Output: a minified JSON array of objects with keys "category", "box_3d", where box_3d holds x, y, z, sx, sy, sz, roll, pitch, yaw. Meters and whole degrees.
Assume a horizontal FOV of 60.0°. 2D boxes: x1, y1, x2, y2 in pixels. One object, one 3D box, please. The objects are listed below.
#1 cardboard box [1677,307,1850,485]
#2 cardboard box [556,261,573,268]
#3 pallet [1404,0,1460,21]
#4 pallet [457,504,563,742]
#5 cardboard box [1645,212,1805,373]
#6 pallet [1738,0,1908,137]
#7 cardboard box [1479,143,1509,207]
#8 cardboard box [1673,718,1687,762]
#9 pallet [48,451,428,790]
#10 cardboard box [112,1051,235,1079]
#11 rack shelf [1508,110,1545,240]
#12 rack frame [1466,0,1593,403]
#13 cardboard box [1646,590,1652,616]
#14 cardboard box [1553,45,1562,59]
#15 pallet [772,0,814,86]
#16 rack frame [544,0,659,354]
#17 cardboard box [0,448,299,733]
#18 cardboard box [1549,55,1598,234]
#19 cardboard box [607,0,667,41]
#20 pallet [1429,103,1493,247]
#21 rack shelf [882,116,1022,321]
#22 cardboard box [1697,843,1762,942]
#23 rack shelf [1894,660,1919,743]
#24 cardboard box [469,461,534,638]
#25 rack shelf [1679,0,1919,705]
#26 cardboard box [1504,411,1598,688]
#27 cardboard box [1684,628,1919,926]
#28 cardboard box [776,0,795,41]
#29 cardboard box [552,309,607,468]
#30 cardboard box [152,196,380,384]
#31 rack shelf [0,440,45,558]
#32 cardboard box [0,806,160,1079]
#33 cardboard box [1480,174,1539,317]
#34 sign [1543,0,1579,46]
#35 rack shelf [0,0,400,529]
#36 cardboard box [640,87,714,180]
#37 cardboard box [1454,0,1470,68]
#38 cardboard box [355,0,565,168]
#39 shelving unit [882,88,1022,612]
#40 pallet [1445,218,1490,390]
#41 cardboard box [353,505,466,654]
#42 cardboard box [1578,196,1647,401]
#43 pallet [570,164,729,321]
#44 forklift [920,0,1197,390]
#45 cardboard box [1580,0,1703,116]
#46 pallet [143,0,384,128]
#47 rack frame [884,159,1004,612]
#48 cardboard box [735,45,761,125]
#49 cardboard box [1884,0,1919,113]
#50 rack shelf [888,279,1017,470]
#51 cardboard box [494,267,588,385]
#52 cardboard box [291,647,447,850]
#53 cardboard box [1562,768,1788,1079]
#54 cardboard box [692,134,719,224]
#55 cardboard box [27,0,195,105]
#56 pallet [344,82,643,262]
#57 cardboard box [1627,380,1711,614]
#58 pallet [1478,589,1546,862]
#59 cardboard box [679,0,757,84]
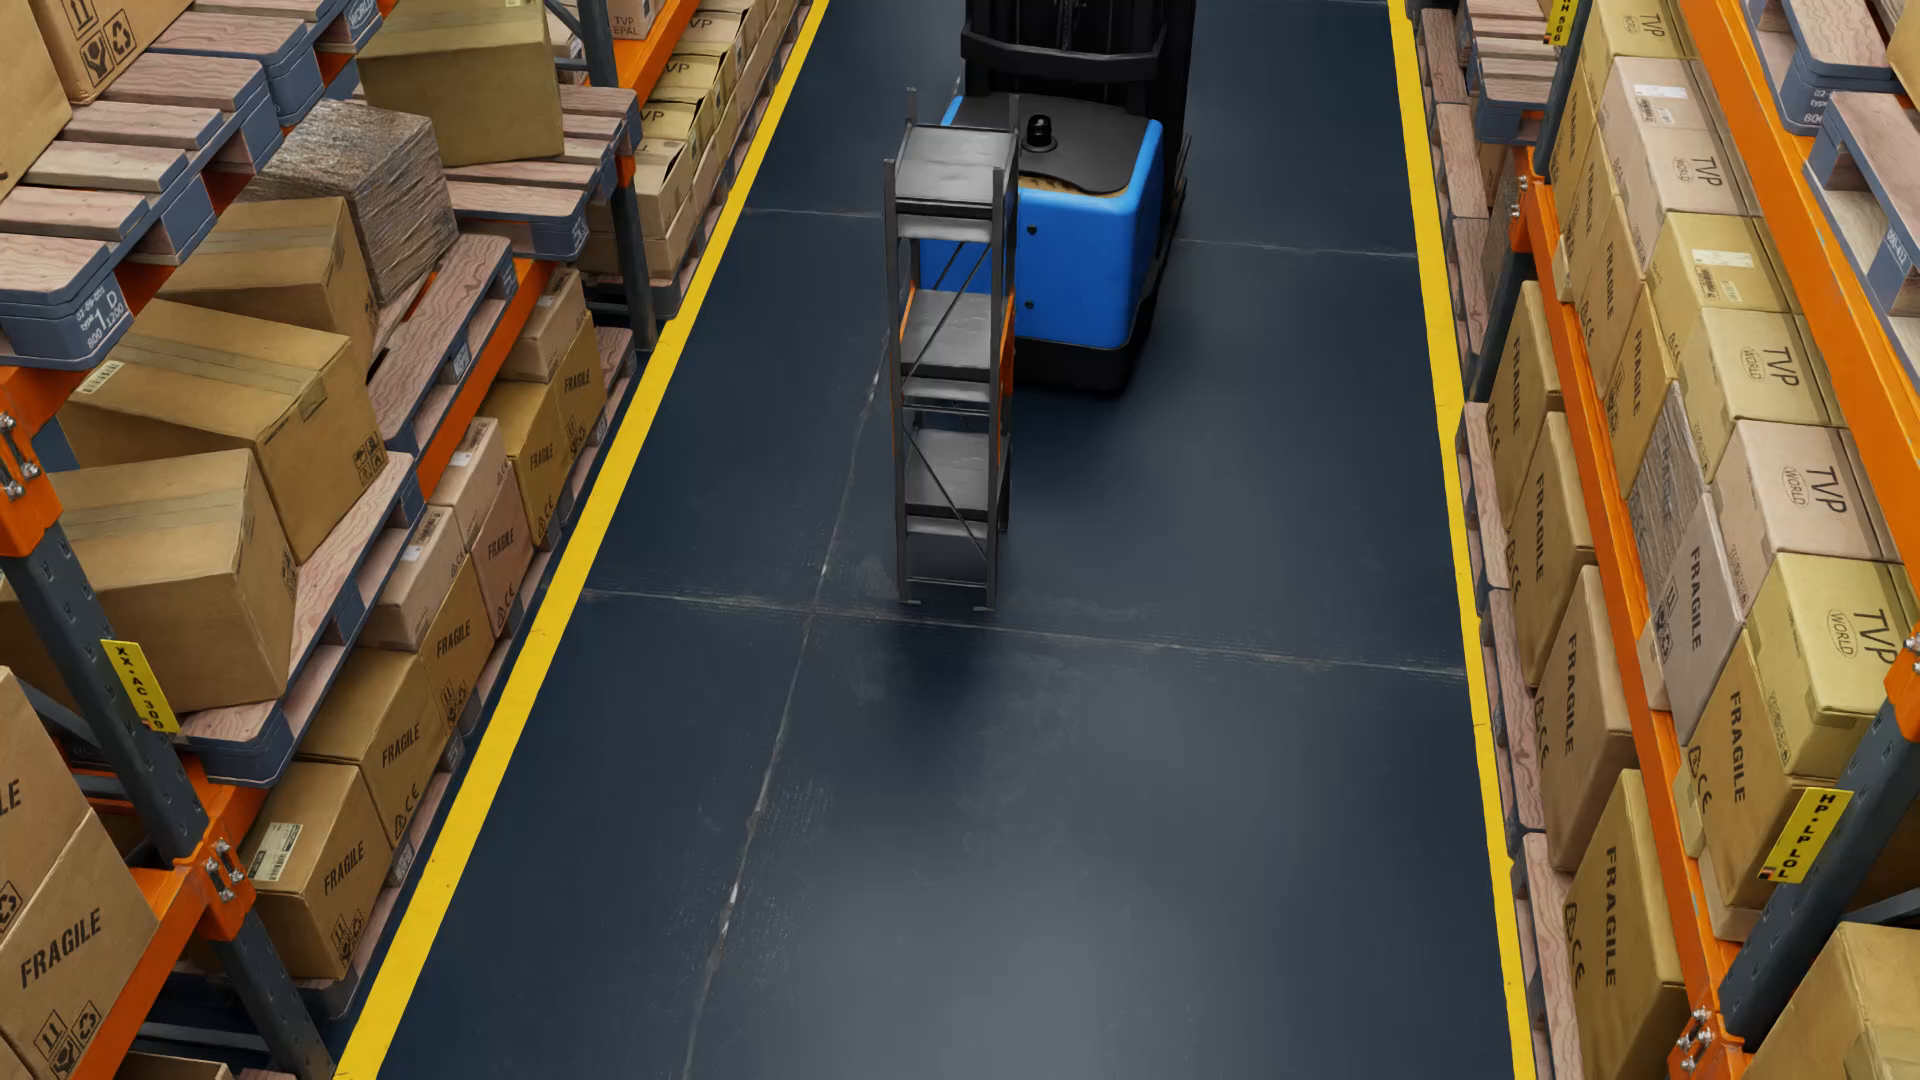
[{"category":"cardboard box","box_3d":[2.325,-0.383,4.624,0.500,0.250,0.500,6,44,6]},{"category":"cardboard box","box_3d":[-2.182,-1.631,8.485,0.500,0.250,0.500,6,44,7]},{"category":"pallet","box_3d":[3.484,-3.823,11.134,1.003,0.211,1.213,5,44,6]},{"category":"pallet","box_3d":[-2.310,0.251,6.832,1.003,0.211,1.213,5,44,6]},{"category":"cardboard box","box_3d":[2.392,-0.730,4.991,0.500,0.250,0.500,4,44,5]},{"category":"pallet","box_3d":[2.724,-1.463,4.569,1.003,0.211,1.213,7,44,7]},{"category":"cardboard box","box_3d":[3.165,-2.078,8.761,0.700,0.500,0.500,5,44,5]},{"category":"cardboard box","box_3d":[2.225,0.559,4.646,0.380,0.149,0.250,7,44,7]},{"category":"pallet","box_3d":[-2.325,0.165,5.034,1.003,0.211,1.213,5,44,6]},{"category":"cardboard box","box_3d":[-2.333,1.792,4.674,0.500,0.500,0.500,5,44,6]},{"category":"rack shelf","box_3d":[3.165,-2.750,8.496,1.077,0.370,4.000,5,44,6]},{"category":"rack frame","box_3d":[2.901,-1.648,6.809,1.000,3.000,0.127,5,44,6]},{"category":"cardboard box","box_3d":[2.300,0.213,5.012,0.380,0.149,0.250,5,44,6]},{"category":"cardboard box","box_3d":[2.953,-2.166,6.963,0.700,0.500,0.500,1,43,1]},{"category":"pallet","box_3d":[-1.540,-3.304,10.586,1.003,0.211,1.213,5,44,6]},{"category":"rack frame","box_3d":[-2.010,-2.096,7.282,1.000,3.000,0.127,5,44,6]},{"category":"cardboard box","box_3d":[-2.254,0.139,4.544,0.700,0.500,0.500,-8,44,-9]},{"category":"cardboard box","box_3d":[2.583,-1.492,6.341,0.500,0.500,0.500,6,44,7]},{"category":"cardboard box","box_3d":[-1.699,-2.656,7.938,0.500,0.311,0.500,5,44,5]},{"category":"pallet","box_3d":[3.170,-1.997,9.206,1.003,0.211,1.213,5,44,6]},{"category":"rack shelf","box_3d":[-0.022,-1.148,5.937,0.431,0.518,0.480,5,44,6]},{"category":"cardboard box","box_3d":[2.136,0.905,4.280,0.380,0.149,0.250,6,44,6]},{"category":"rack shelf","box_3d":[2.108,1.613,1.707,1.077,0.370,4.000,5,44,6]},{"category":"cardboard box","box_3d":[-2.033,0.021,6.544,0.500,0.500,0.500,4,44,4]},{"category":"rack shelf","box_3d":[2.637,-1.113,4.586,1.077,0.370,4.000,5,44,6]},{"category":"cardboard box","box_3d":[2.552,0.065,6.257,0.750,0.750,0.750,5,44,5]},{"category":"cardboard box","box_3d":[2.183,0.589,4.143,0.500,0.500,0.500,5,44,5]},{"category":"cardboard box","box_3d":[-1.317,-3.323,10.272,0.500,0.250,0.500,5,44,5]},{"category":"cardboard box","box_3d":[-1.901,-0.689,7.295,0.500,0.500,0.500,7,44,7]},{"category":"cardboard box","box_3d":[-2.366,-0.769,5.502,0.700,0.500,0.500,-5,44,-5]},{"category":"rack shelf","box_3d":[-2.803,1.165,2.180,1.077,0.370,4.000,5,44,6]},{"category":"cardboard box","box_3d":[-2.350,0.958,3.984,0.500,0.500,0.500,6,44,6]},{"category":"cardboard box","box_3d":[2.944,-1.396,8.041,0.700,0.500,0.500,6,44,6]},{"category":"sign","box_3d":[2.362,-2.083,6.484,0.100,0.325,0.005,5,44,6]},{"category":"rack shelf","box_3d":[-2.274,-1.561,5.059,1.077,0.370,4.000,5,44,6]},{"category":"cardboard box","box_3d":[-1.588,-2.143,8.618,0.500,0.311,0.500,4,44,4]},{"category":"cardboard box","box_3d":[3.349,-3.123,9.865,0.700,0.500,0.500,7,44,7]},{"category":"cardboard box","box_3d":[-1.981,-1.846,6.639,0.700,0.500,0.500,-8,44,-9]},{"category":"shelving unit","box_3d":[-0.022,-0.650,6.409,0.431,2.100,0.503,5,44,6]},{"category":"pallet","box_3d":[3.006,-1.168,8.330,1.003,0.211,1.213,5,44,6]},{"category":"cardboard box","box_3d":[-2.101,0.117,5.898,0.500,0.250,0.500,5,44,6]},{"category":"cardboard box","box_3d":[2.438,-0.798,5.608,0.500,0.500,0.500,5,44,5]},{"category":"pallet","box_3d":[-1.862,-1.641,8.830,1.003,0.211,1.213,5,44,6]},{"category":"forklift","box_3d":[0.626,-2.803,8.079,1.130,2.935,3.031,10,44,10]},{"category":"cardboard box","box_3d":[2.582,-1.767,6.085,0.500,0.250,0.500,6,44,7]},{"category":"pallet","box_3d":[-2.249,-1.536,4.646,1.213,0.211,1.003,5,44,6]},{"category":"rack frame","box_3d":[-0.054,-0.483,6.233,0.400,2.100,0.015,5,44,6]},{"category":"cardboard box","box_3d":[-1.453,-2.627,9.538,0.500,0.250,0.500,6,44,6]},{"category":"cardboard box","box_3d":[2.607,-1.183,3.743,0.700,0.500,0.500,4,44,5]},{"category":"rack shelf","box_3d":[-0.022,-0.640,6.418,0.431,0.518,0.480,5,44,6]},{"category":"cardboard box","box_3d":[-1.904,-0.923,6.996,0.500,0.250,0.500,7,44,7]},{"category":"cardboard box","box_3d":[-2.174,0.706,5.821,0.500,0.500,0.500,6,44,6]},{"category":"cardboard box","box_3d":[2.329,1.251,5.005,0.750,0.750,0.750,6,44,6]},{"category":"cardboard box","box_3d":[-1.584,-1.923,8.794,0.500,0.250,0.500,4,44,4]},{"category":"cardboard box","box_3d":[-2.333,-1.479,3.997,0.600,0.600,0.600,5,44,5]},{"category":"pallet","box_3d":[-2.030,-1.558,6.853,1.213,0.211,1.003,5,44,6]},{"category":"cardboard box","box_3d":[2.316,-0.102,4.872,0.500,0.500,0.500,5,44,6]},{"category":"pallet","box_3d":[2.558,0.724,6.332,1.003,0.211,1.213,5,44,6]},{"category":"cardboard box","box_3d":[-1.451,-2.841,9.355,0.500,0.311,0.500,5,44,5]}]
